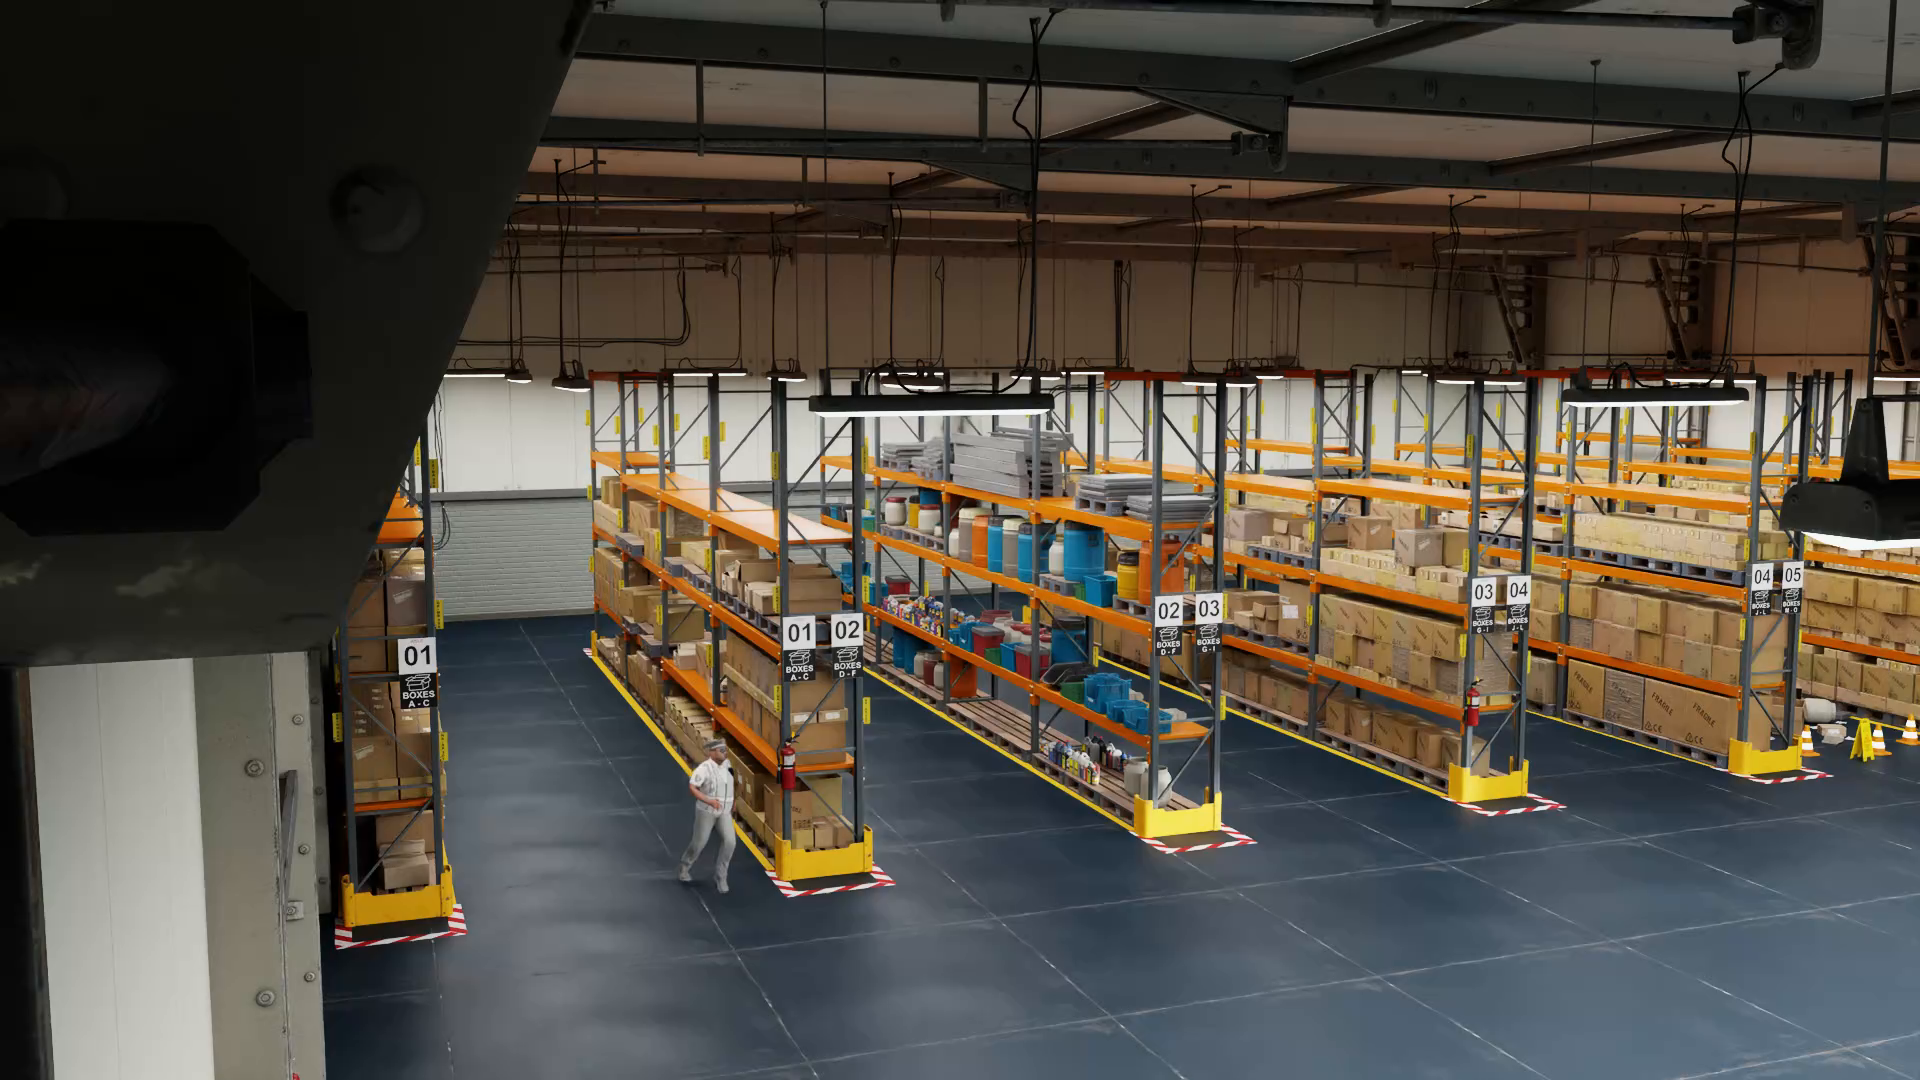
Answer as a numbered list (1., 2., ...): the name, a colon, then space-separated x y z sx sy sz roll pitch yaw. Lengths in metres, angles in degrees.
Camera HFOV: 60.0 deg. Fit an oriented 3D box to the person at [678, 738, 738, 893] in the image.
1. person: -2.940 3.261 19.896 0.737 1.815 0.767 -6 9 -43
